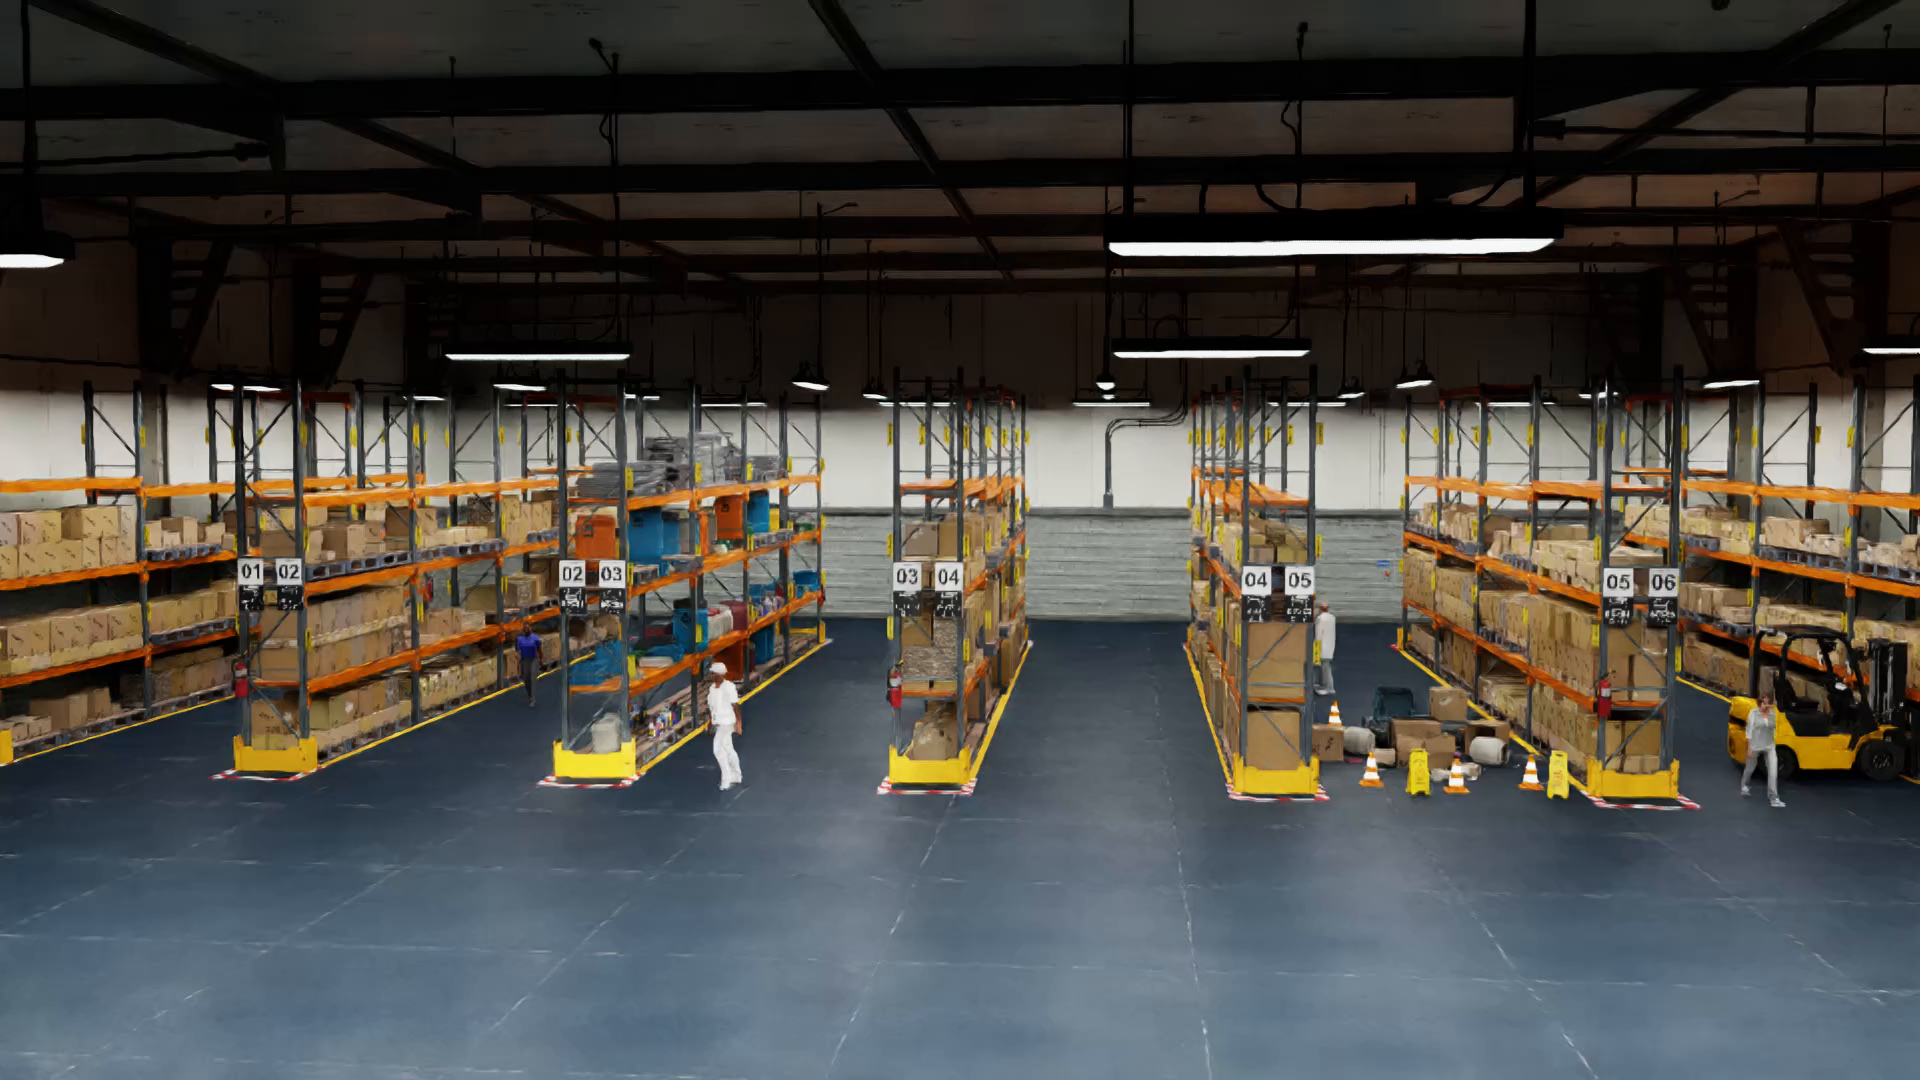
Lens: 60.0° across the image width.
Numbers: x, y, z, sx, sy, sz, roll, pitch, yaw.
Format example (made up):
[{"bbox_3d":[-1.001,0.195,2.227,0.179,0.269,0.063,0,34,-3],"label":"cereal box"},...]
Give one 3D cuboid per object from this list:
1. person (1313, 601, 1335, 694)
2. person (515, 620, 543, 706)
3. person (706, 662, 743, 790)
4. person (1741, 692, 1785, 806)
[{"bbox_3d":[7.072,2.079,32.450,0.636,1.775,0.677,3,4,37],"label":"person"},{"bbox_3d":[-8.030,2.272,30.968,0.470,1.571,1.051,0,4,-4],"label":"person"},{"bbox_3d":[-3.379,2.637,23.882,0.470,1.770,0.651,-2,4,-32],"label":"person"},{"bbox_3d":[10.933,2.818,22.712,0.417,1.517,1.036,0,4,8],"label":"person"}]
